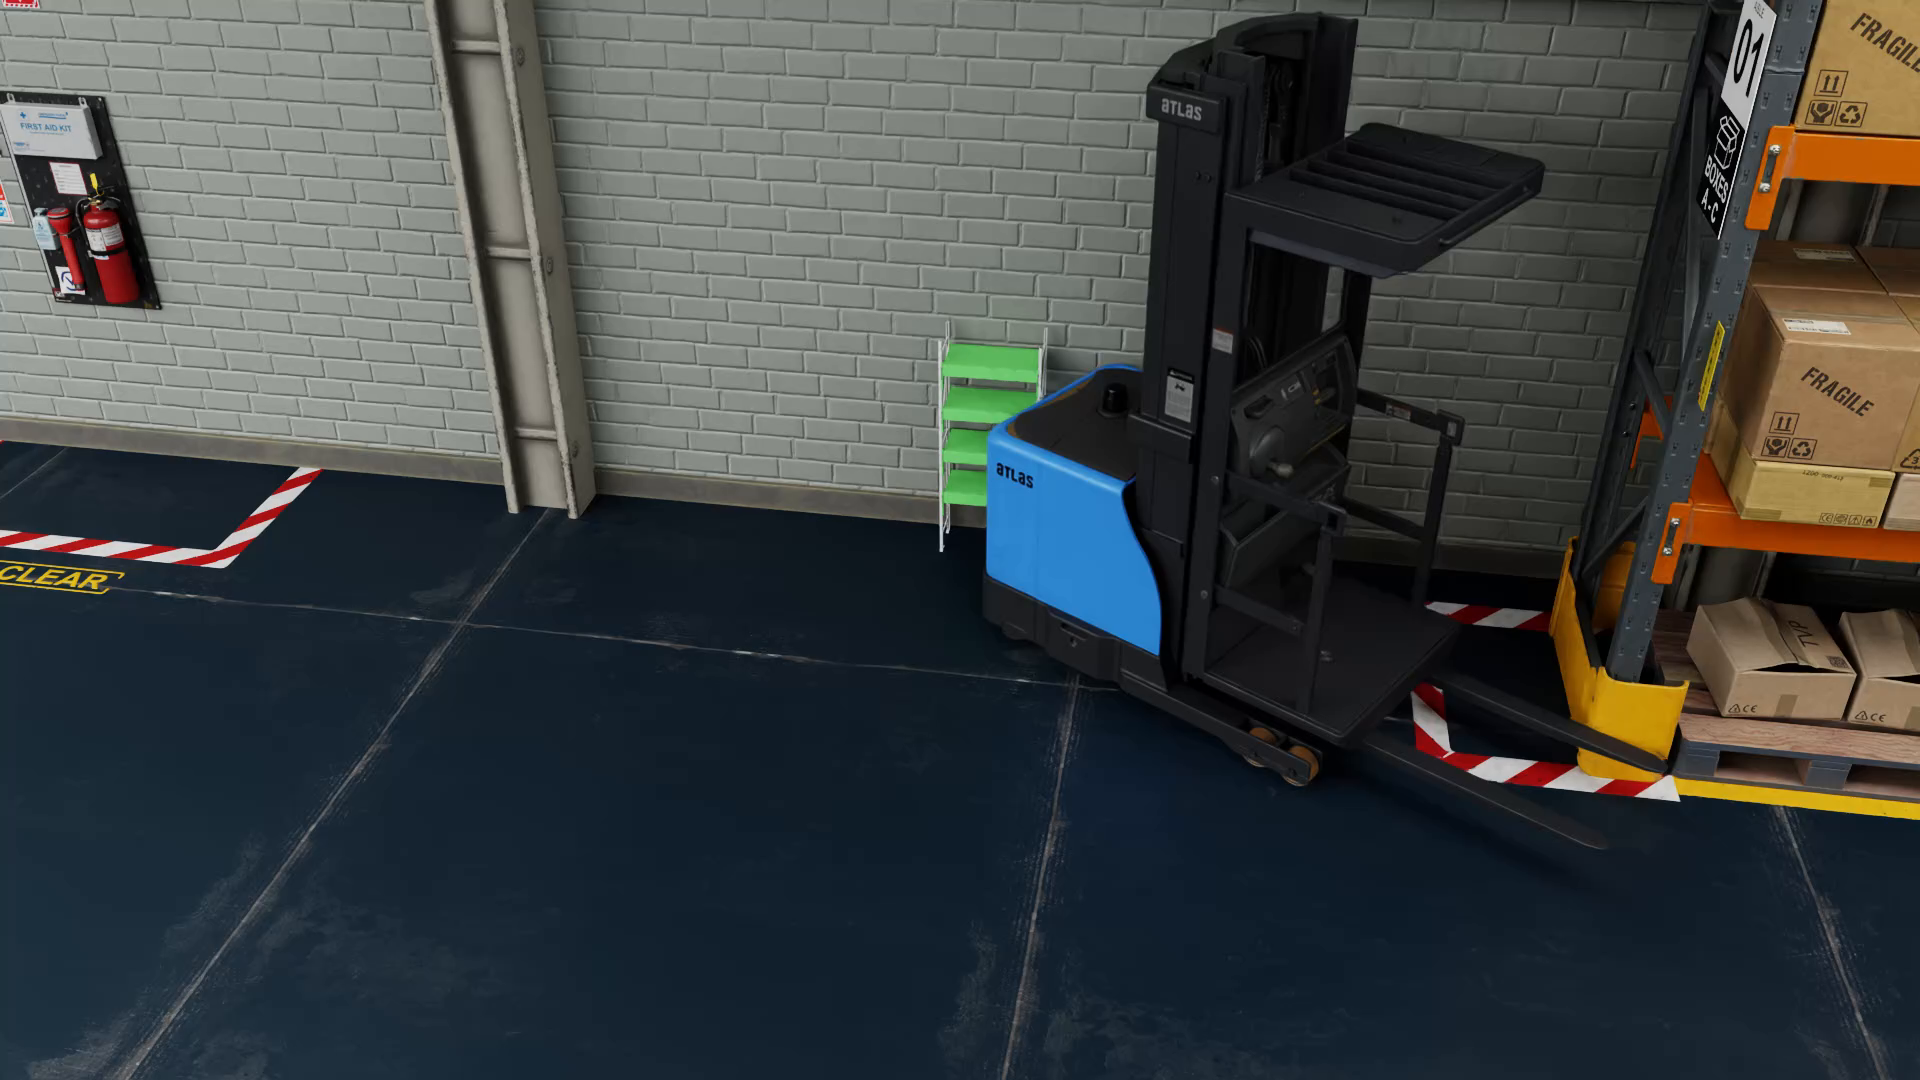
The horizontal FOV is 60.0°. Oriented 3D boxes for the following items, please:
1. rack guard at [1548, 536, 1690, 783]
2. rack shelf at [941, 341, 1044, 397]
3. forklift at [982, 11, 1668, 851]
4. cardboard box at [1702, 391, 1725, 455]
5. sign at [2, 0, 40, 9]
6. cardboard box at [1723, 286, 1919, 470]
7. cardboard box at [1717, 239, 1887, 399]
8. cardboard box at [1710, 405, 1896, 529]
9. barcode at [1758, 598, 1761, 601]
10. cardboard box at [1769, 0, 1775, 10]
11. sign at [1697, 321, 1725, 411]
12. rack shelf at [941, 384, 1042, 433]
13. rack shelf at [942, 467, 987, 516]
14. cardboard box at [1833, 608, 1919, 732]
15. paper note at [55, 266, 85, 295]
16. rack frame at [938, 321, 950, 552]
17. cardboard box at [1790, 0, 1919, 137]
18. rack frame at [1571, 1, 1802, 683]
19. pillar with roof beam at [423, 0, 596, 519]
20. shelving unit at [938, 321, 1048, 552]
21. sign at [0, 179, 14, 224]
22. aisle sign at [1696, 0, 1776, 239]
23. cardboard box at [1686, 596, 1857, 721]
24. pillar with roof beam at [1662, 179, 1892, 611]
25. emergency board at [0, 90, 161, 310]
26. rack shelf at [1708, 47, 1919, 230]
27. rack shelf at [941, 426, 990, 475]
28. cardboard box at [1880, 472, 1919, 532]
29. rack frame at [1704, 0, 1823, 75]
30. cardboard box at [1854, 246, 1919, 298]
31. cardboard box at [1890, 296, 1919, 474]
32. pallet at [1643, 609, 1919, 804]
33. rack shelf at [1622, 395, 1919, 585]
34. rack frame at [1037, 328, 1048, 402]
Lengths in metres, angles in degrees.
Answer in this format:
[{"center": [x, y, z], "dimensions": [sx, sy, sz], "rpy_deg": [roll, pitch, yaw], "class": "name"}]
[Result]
[{"center": [2.934, 0.508, 7.467], "dimensions": [0.348, 0.500, 1.175], "rpy_deg": [5, 32, 8], "class": "rack guard"}, {"center": [0.163, -0.842, 8.180], "dimensions": [0.480, 0.148, 0.258], "rpy_deg": [5, 32, 8], "class": "rack shelf"}, {"center": [1.554, -0.513, 6.808], "dimensions": [3.031, 2.935, 1.130], "rpy_deg": [25, 40, 34], "class": "forklift"}, {"center": [3.352, -0.563, 6.945], "dimensions": [0.500, 0.250, 0.500], "rpy_deg": [6, 32, 9], "class": "cardboard box"}, {"center": [-4.641, -2.760, 8.147], "dimensions": [0.199, 0.298, 0.001], "rpy_deg": [5, 32, 8], "class": "sign"}, {"center": [3.279, -0.621, 6.331], "dimensions": [0.500, 0.500, 0.500], "rpy_deg": [5, 32, 8], "class": "cardboard box"}, {"center": [3.359, -0.890, 6.761], "dimensions": [0.500, 0.500, 0.500], "rpy_deg": [5, 32, 8], "class": "cardboard box"}, {"center": [3.287, -0.294, 6.514], "dimensions": [0.500, 0.250, 0.500], "rpy_deg": [4, 32, 7], "class": "cardboard box"}, {"center": [3.611, 0.292, 7.567], "dimensions": [0.075, 0.075, 0.001], "rpy_deg": [5, 32, 8], "class": "barcode"}, {"center": [3.313, -1.976, 6.139], "dimensions": [0.500, 0.500, 0.500], "rpy_deg": [7, 33, 12], "class": "cardboard box"}, {"center": [2.768, -0.641, 6.132], "dimensions": [0.005, 0.325, 0.100], "rpy_deg": [5, 32, 8], "class": "sign"}, {"center": [0.163, -0.639, 8.308], "dimensions": [0.480, 0.148, 0.258], "rpy_deg": [5, 32, 8], "class": "rack shelf"}, {"center": [0.163, -0.232, 8.562], "dimensions": [0.480, 0.148, 0.258], "rpy_deg": [5, 32, 8], "class": "rack shelf"}, {"center": [4.088, 0.555, 7.156], "dimensions": [0.500, 0.311, 0.500], "rpy_deg": [8, 33, 12], "class": "cardboard box"}, {"center": [-4.812, -1.403, 8.994], "dimensions": [0.142, 0.148, 0.016], "rpy_deg": [5, 32, 8], "class": "paper note"}, {"center": [-0.078, -0.510, 8.434], "dimensions": [0.015, 1.200, 0.240], "rpy_deg": [5, 32, 8], "class": "rack frame"}, {"center": [3.146, -1.720, 5.731], "dimensions": [0.500, 0.500, 0.500], "rpy_deg": [6, 33, 9], "class": "cardboard box"}, {"center": [2.859, -0.558, 6.815], "dimensions": [0.127, 3.000, 1.000], "rpy_deg": [5, 32, 8], "class": "rack frame"}, {"center": [-2.944, -1.775, 3.105], "dimensions": [0.400, 9.000, 9.100], "rpy_deg": [5, 32, 8], "class": "pillar with roof beam"}, {"center": [0.163, -0.490, 8.401], "dimensions": [0.503, 1.200, 0.258], "rpy_deg": [5, 32, 8], "class": "shelving unit"}, {"center": [-5.177, -1.843, 8.833], "dimensions": [0.234, 0.329, 0.001], "rpy_deg": [5, 32, 8], "class": "sign"}, {"center": [2.738, -1.510, 5.885], "dimensions": [0.004, 0.787, 0.394], "rpy_deg": [5, 32, 8], "class": "aisle sign"}, {"center": [3.526, 0.504, 7.238], "dimensions": [0.500, 0.311, 0.500], "rpy_deg": [2, 32, 3], "class": "cardboard box"}, {"center": [2.970, -1.240, 2.249], "dimensions": [0.400, 9.000, 9.100], "rpy_deg": [5, 32, 8], "class": "pillar with roof beam"}, {"center": [-4.650, -1.724, 8.678], "dimensions": [0.643, 1.169, 0.194], "rpy_deg": [5, 32, 8], "class": "emergency board"}, {"center": [4.830, -1.346, 5.925], "dimensions": [4.000, 0.370, 1.077], "rpy_deg": [5, 32, 8], "class": "rack shelf"}, {"center": [0.163, -0.435, 8.435], "dimensions": [0.480, 0.148, 0.258], "rpy_deg": [5, 32, 8], "class": "rack shelf"}, {"center": [3.801, -0.255, 6.452], "dimensions": [0.500, 0.250, 0.500], "rpy_deg": [4, 32, 7], "class": "cardboard box"}, {"center": [2.859, -3.101, 5.223], "dimensions": [0.127, 3.000, 1.000], "rpy_deg": [5, 32, 8], "class": "rack frame"}, {"center": [3.854, -0.840, 6.681], "dimensions": [0.500, 0.500, 0.500], "rpy_deg": [6, 32, 9], "class": "cardboard box"}, {"center": [3.764, -0.572, 6.252], "dimensions": [0.500, 0.500, 0.500], "rpy_deg": [5, 32, 8], "class": "cardboard box"}, {"center": [3.729, 0.721, 7.398], "dimensions": [1.213, 0.211, 1.003], "rpy_deg": [5, 32, 8], "class": "pallet"}, {"center": [4.830, -0.075, 6.720], "dimensions": [4.000, 0.370, 1.077], "rpy_deg": [5, 32, 8], "class": "rack shelf"}, {"center": [0.404, -0.469, 8.368], "dimensions": [0.015, 1.200, 0.240], "rpy_deg": [5, 32, 8], "class": "rack frame"}]
